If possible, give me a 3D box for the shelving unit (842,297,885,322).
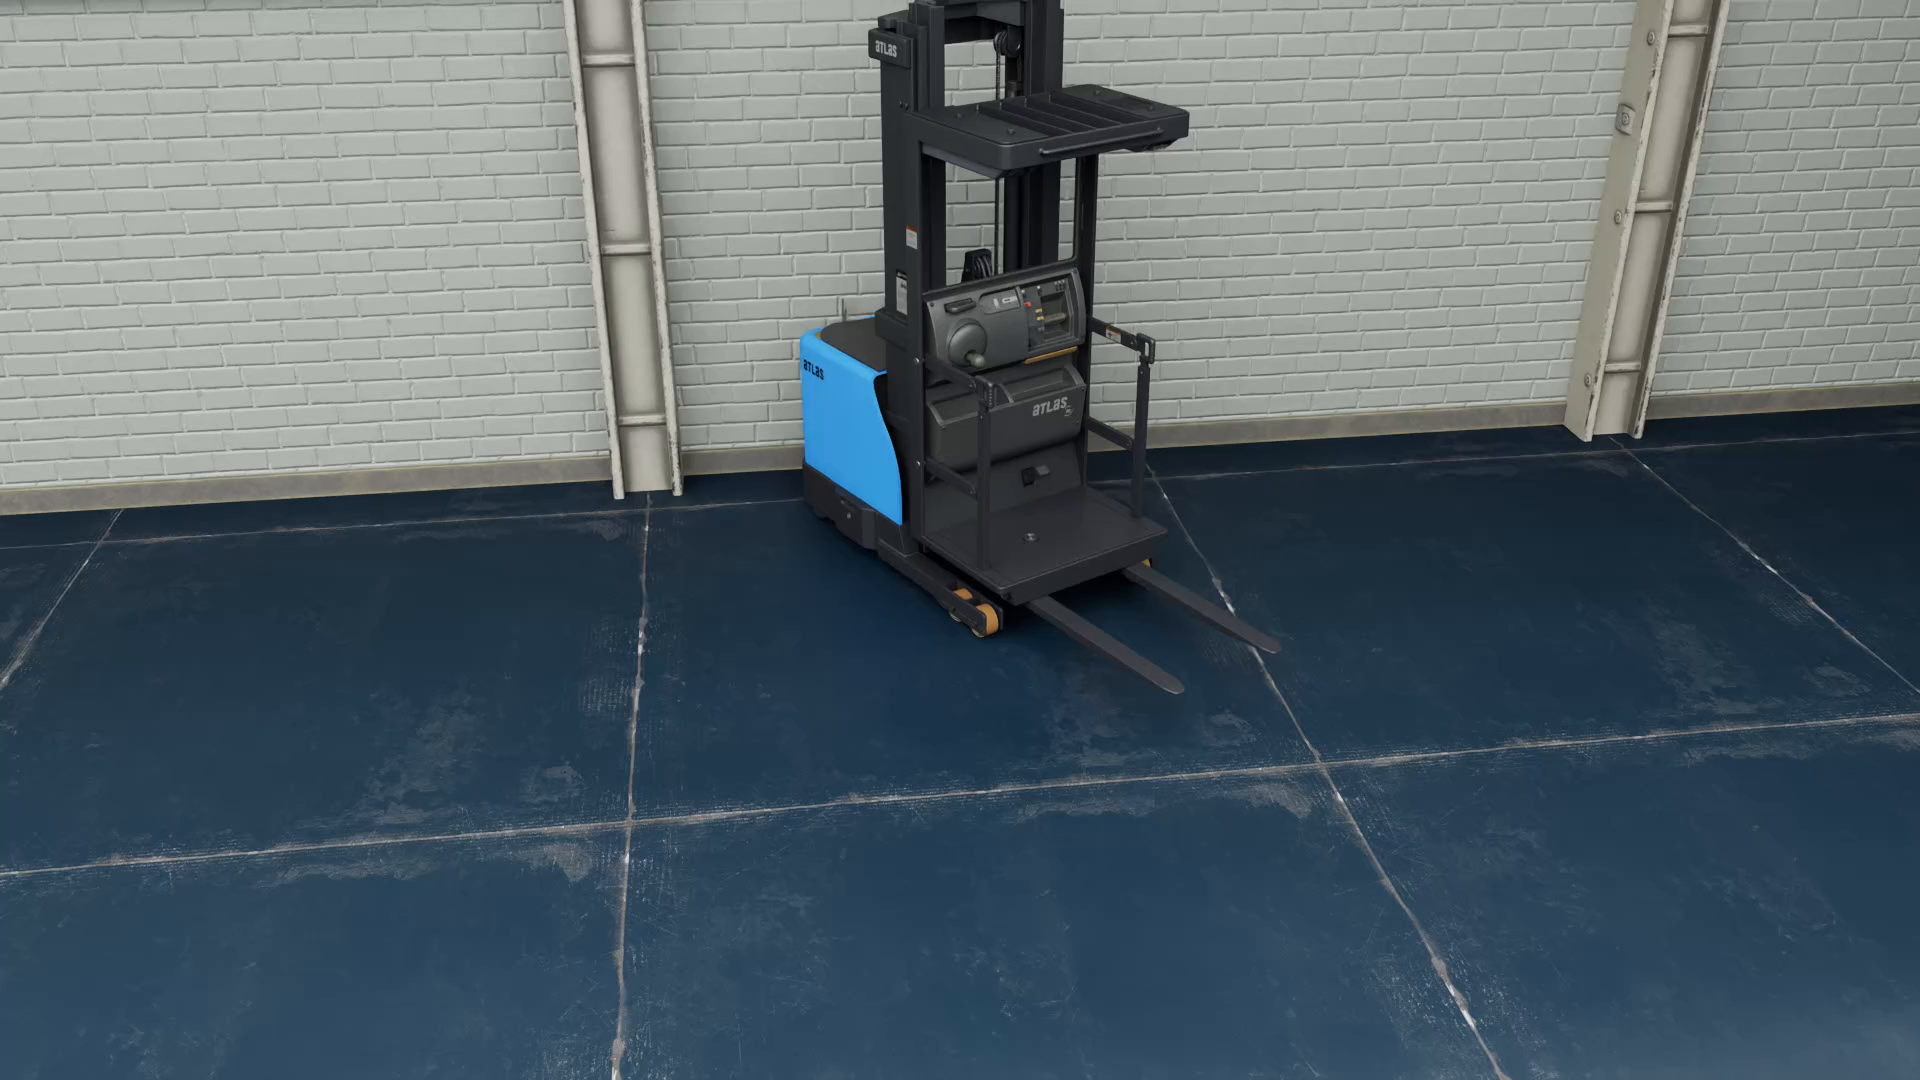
[{"bbox_3d":[-0.552,-0.893,9.796,0.252,1.050,0.215,-3,26,-9],"label":"shelving unit"}]

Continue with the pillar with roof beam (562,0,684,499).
[{"bbox_3d":[-1.245,-2.379,4.029,0.400,9.000,9.100,-4,27,-7],"label":"pillar with roof beam"}]

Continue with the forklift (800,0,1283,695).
[{"bbox_3d":[0.363,-1.070,8.124,1.130,2.935,3.031,-18,32,-31],"label":"forklift"}]

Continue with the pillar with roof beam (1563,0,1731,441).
[{"bbox_3d":[4.696,-2.760,4.773,0.400,9.000,9.100,-4,27,-7],"label":"pillar with roof beam"}]

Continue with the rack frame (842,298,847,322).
[{"bbox_3d":[-0.673,-0.886,9.777,0.008,1.050,0.200,-3,26,-9],"label":"rack frame"}]
